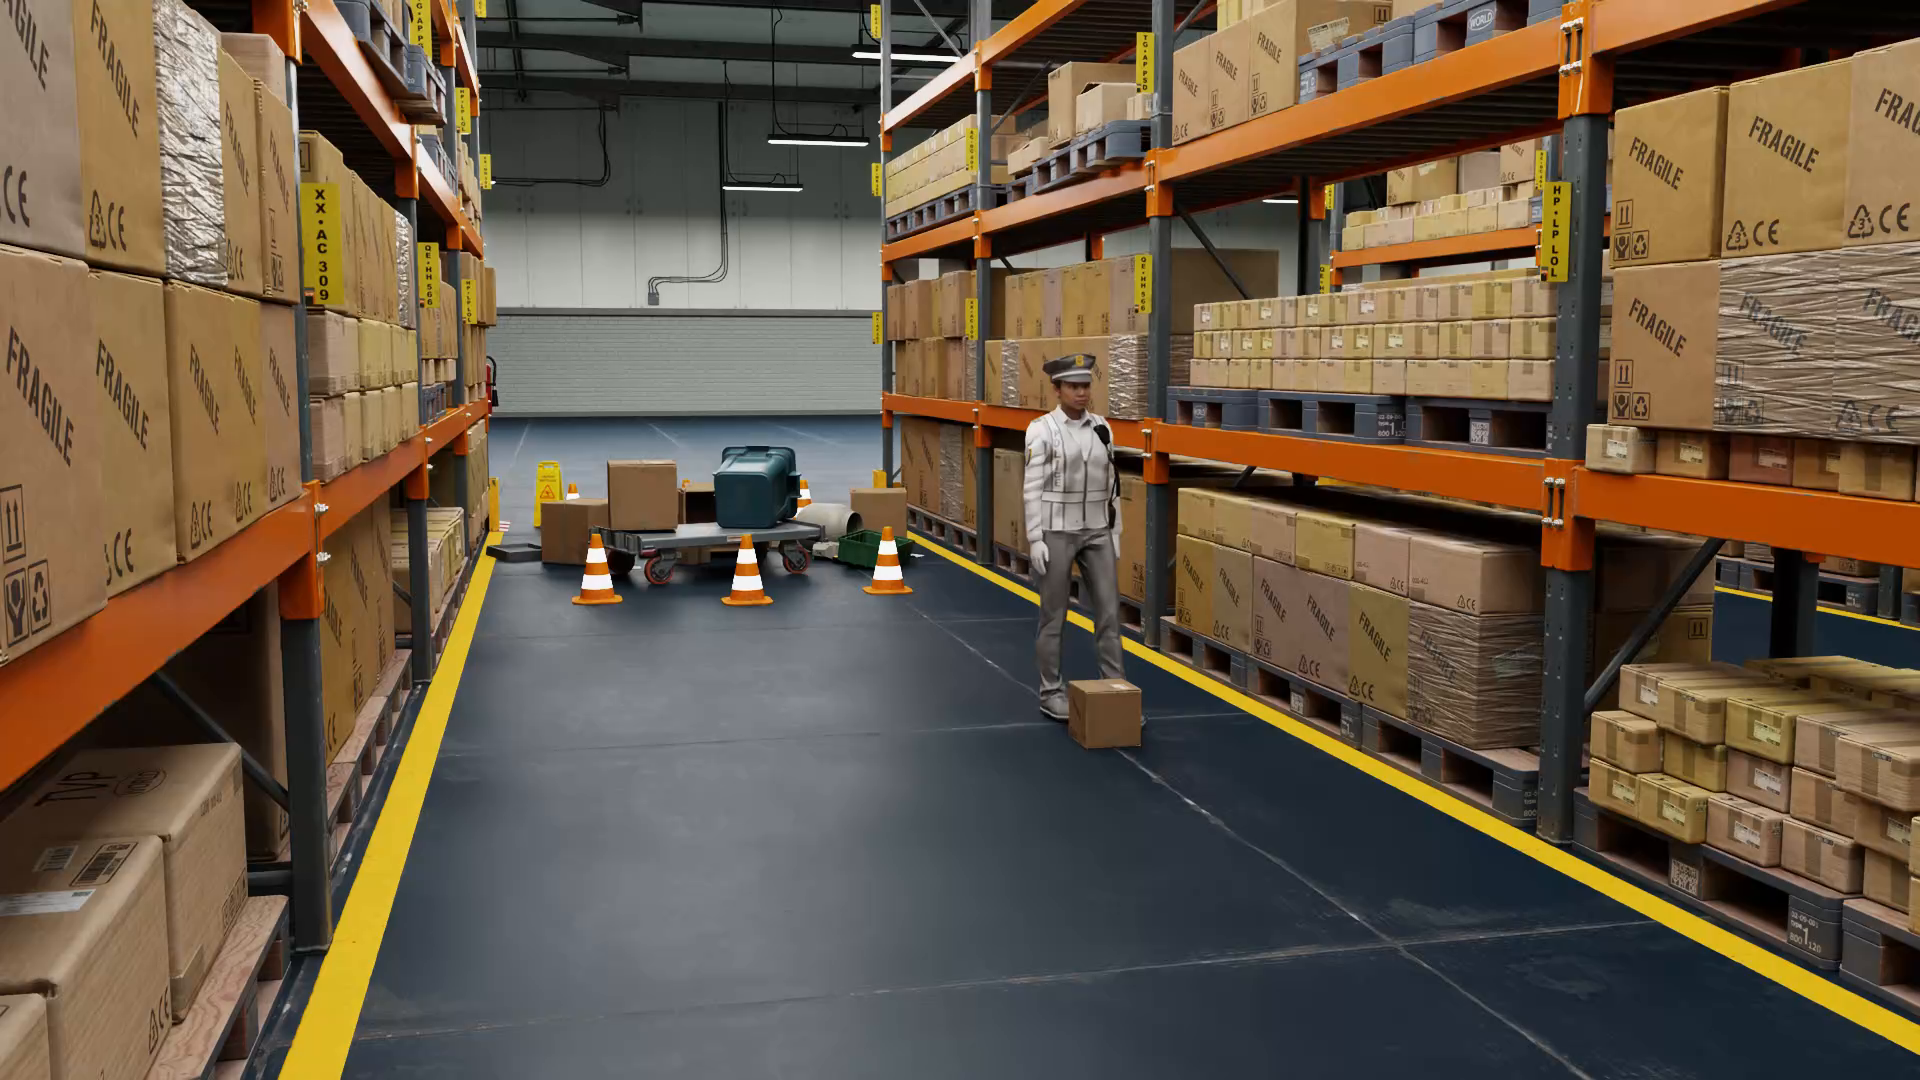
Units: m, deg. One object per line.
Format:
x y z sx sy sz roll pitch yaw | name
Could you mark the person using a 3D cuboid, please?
0.567 -0.005 7.537 0.494 1.679 0.533 -2 7 -21 | person
